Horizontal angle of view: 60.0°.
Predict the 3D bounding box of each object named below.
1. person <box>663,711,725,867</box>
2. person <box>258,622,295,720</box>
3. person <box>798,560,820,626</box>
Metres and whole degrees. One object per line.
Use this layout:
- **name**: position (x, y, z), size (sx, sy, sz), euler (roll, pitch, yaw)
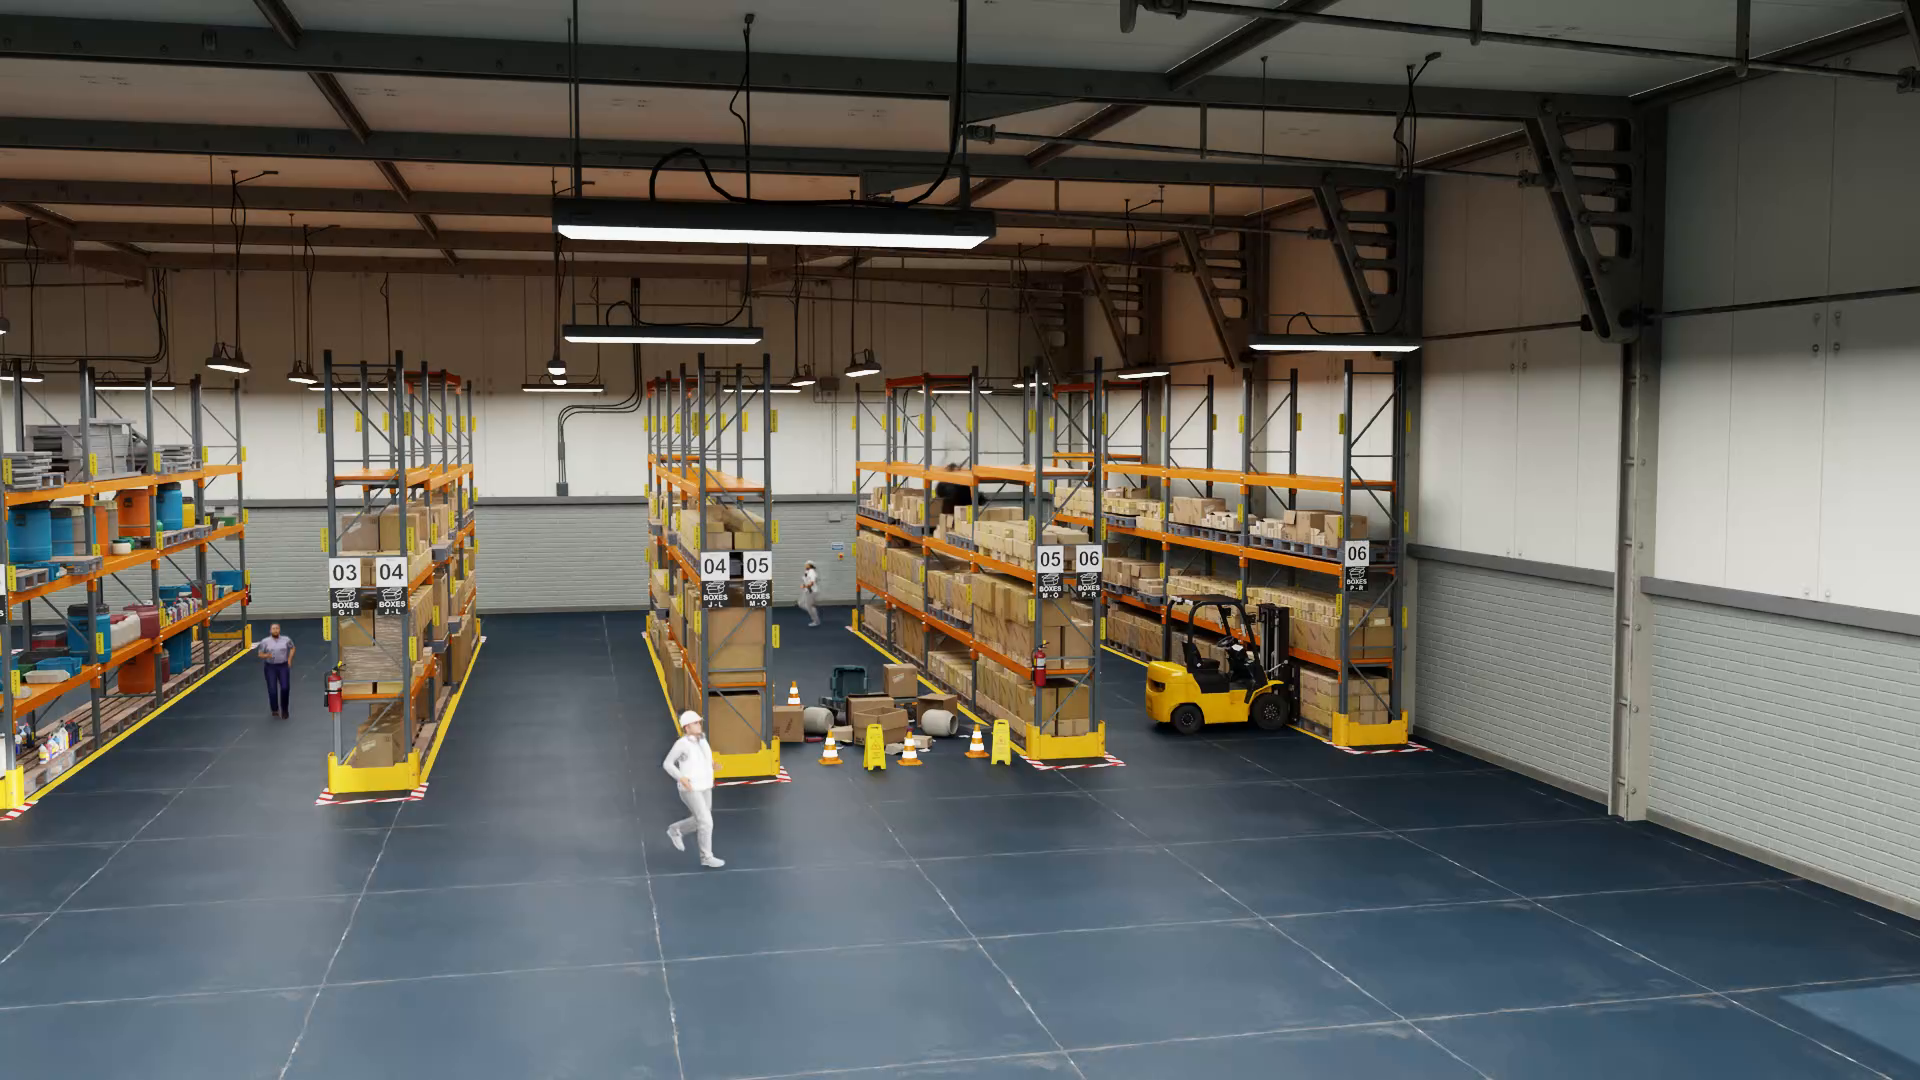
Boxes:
- **person**: position (-3.020, 2.814, 18.908), size (0.834, 1.745, 0.669), euler (2, 4, 27)
- **person**: position (-11.566, 2.243, 28.178), size (0.586, 1.658, 0.661), euler (-2, 4, -23)
- **person**: position (-3.771, 1.310, 41.399), size (0.554, 1.629, 0.598), euler (-1, 4, -13)
